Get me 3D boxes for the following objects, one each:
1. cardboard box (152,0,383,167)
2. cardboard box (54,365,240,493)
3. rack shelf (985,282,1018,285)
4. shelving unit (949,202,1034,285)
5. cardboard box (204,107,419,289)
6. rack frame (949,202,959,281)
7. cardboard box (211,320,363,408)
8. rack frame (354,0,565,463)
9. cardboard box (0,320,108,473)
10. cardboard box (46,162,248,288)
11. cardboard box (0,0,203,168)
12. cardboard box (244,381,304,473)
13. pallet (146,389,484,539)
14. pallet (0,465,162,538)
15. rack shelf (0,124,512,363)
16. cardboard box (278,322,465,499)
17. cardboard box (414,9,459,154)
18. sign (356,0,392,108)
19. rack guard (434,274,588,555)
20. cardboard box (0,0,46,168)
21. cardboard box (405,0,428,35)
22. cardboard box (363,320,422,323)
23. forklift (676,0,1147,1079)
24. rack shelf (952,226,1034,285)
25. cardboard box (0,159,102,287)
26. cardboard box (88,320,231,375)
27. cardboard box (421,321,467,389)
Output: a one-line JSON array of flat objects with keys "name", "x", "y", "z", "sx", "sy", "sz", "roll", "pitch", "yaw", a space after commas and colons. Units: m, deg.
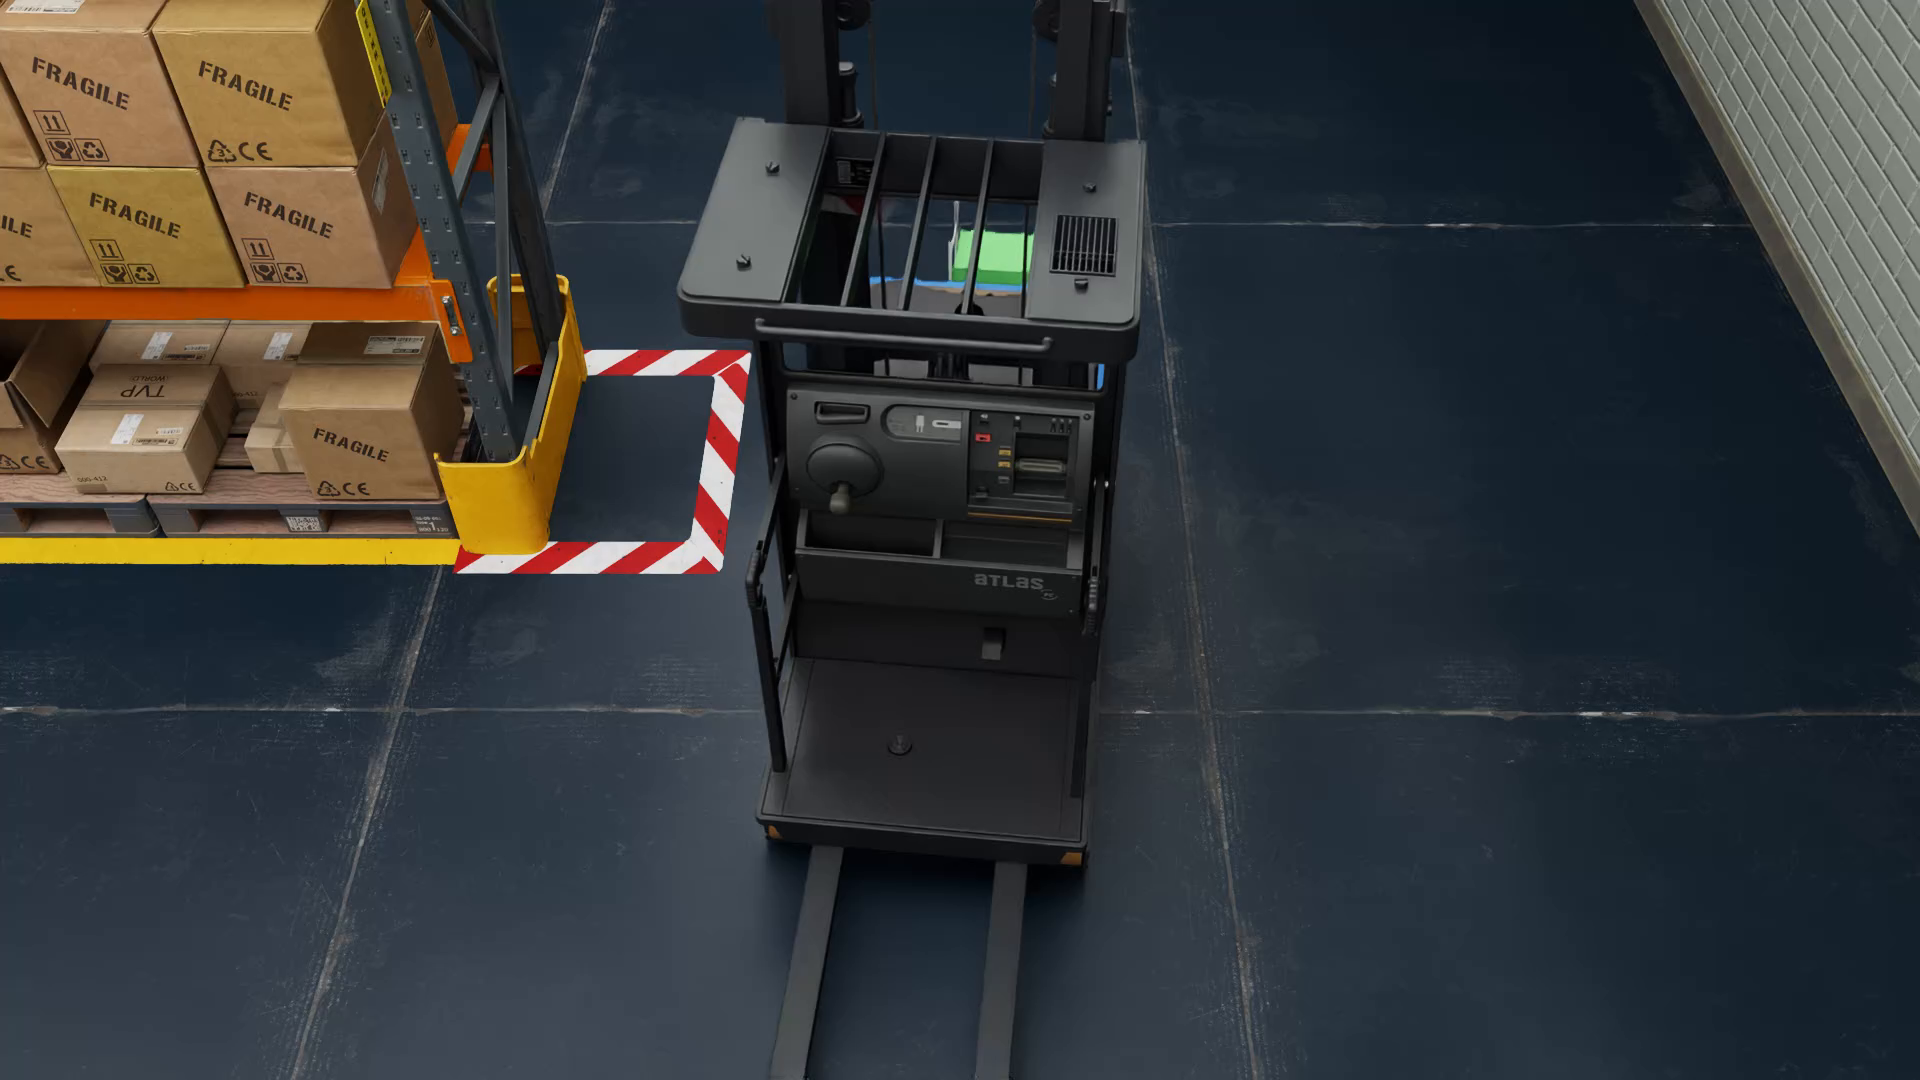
[{"name": "cardboard box", "x": -2.212, "y": -1.566, "z": 5.407, "sx": 0.500, "sy": 0.500, "sz": 0.500, "roll": 0, "pitch": 47, "yaw": 0}, {"name": "cardboard box", "x": -3.261, "y": -0.450, "z": 6.698, "sx": 0.500, "sy": 0.250, "sz": 0.500, "roll": 0, "pitch": 47, "yaw": 0}, {"name": "rack shelf", "x": 0.220, "y": -0.886, "z": 6.514, "sx": 0.480, "sy": 0.148, "sz": 0.258, "roll": 4, "pitch": 47, "yaw": 4}, {"name": "shelving unit", "x": 0.220, "y": -0.766, "z": 6.643, "sx": 0.503, "sy": 1.200, "sz": 0.258, "roll": 4, "pitch": 47, "yaw": 4}, {"name": "cardboard box", "x": -2.215, "y": -1.227, "z": 5.775, "sx": 0.500, "sy": 0.500, "sz": 0.500, "roll": 1, "pitch": 47, "yaw": 1}, {"name": "rack frame", "x": -0.023, "y": -0.784, "z": 6.660, "sx": 0.015, "sy": 1.200, "sz": 0.240, "roll": 4, "pitch": 47, "yaw": 4}, {"name": "cardboard box", "x": -2.809, "y": -0.815, "z": 7.037, "sx": 0.500, "sy": 0.250, "sz": 0.500, "roll": 0, "pitch": 47, "yaw": 0}, {"name": "rack frame", "x": -1.766, "y": -1.391, "z": 5.996, "sx": 0.127, "sy": 3.000, "sz": 1.000, "roll": 0, "pitch": 47, "yaw": 0}, {"name": "cardboard box", "x": -3.887, "y": -0.700, "z": 6.758, "sx": 0.637, "sy": 0.503, "sz": 0.797, "roll": 0, "pitch": 47, "yaw": 0}, {"name": "cardboard box", "x": -2.734, "y": -1.226, "z": 5.774, "sx": 0.500, "sy": 0.500, "sz": 0.500, "roll": 1, "pitch": 47, "yaw": 0}, {"name": "cardboard box", "x": -2.717, "y": -1.567, "z": 5.408, "sx": 0.500, "sy": 0.500, "sz": 0.500, "roll": 1, "pitch": 47, "yaw": 1}, {"name": "cardboard box", "x": -2.715, "y": -0.464, "z": 6.768, "sx": 0.250, "sy": 0.166, "sz": 0.380, "roll": 0, "pitch": 47, "yaw": 0}, {"name": "pallet", "x": -2.639, "y": -0.443, "z": 7.018, "sx": 1.213, "sy": 0.211, "sz": 1.003, "roll": 0, "pitch": 47, "yaw": 0}, {"name": "pallet", "x": -3.856, "y": -0.448, "z": 7.023, "sx": 1.213, "sy": 0.211, "sz": 1.003, "roll": 0, "pitch": 47, "yaw": 0}, {"name": "rack shelf", "x": -3.766, "y": -1.152, "z": 6.264, "sx": 4.000, "sy": 0.370, "sz": 1.077, "roll": 0, "pitch": 47, "yaw": 0}, {"name": "cardboard box", "x": -2.311, "y": -0.511, "z": 6.583, "sx": 0.500, "sy": 0.500, "sz": 0.500, "roll": 0, "pitch": 47, "yaw": 0}, {"name": "cardboard box", "x": -2.209, "y": -1.620, "z": 6.140, "sx": 0.500, "sy": 0.500, "sz": 0.500, "roll": 1, "pitch": 47, "yaw": 1}, {"name": "sign", "x": -1.788, "y": -1.487, "z": 5.078, "sx": 0.005, "sy": 0.325, "sz": 0.100, "roll": 0, "pitch": 47, "yaw": 0}, {"name": "rack guard", "x": -1.842, "y": -0.540, "z": 6.911, "sx": 0.348, "sy": 0.500, "sz": 1.175, "roll": 0, "pitch": 47, "yaw": 0}, {"name": "cardboard box", "x": -3.236, "y": -1.565, "z": 5.406, "sx": 0.500, "sy": 0.500, "sz": 0.500, "roll": 1, "pitch": 47, "yaw": 1}, {"name": "cardboard box", "x": -2.209, "y": -1.960, "z": 5.774, "sx": 0.500, "sy": 0.500, "sz": 0.500, "roll": 1, "pitch": 47, "yaw": 1}, {"name": "cardboard box", "x": -2.433, "y": -0.829, "z": 7.108, "sx": 0.250, "sy": 0.166, "sz": 0.380, "roll": 0, "pitch": 47, "yaw": 0}, {"name": "forklift", "x": -0.083, "y": -0.155, "z": 4.892, "sx": 1.130, "sy": 2.935, "sz": 3.031, "roll": 4, "pitch": 47, "yaw": 4}, {"name": "rack shelf", "x": 0.220, "y": -1.049, "z": 6.339, "sx": 0.480, "sy": 0.148, "sz": 0.258, "roll": 4, "pitch": 47, "yaw": 4}, {"name": "cardboard box", "x": -3.233, "y": -1.232, "z": 5.779, "sx": 0.500, "sy": 0.500, "sz": 0.500, "roll": 0, "pitch": 47, "yaw": 0}, {"name": "cardboard box", "x": -3.309, "y": -0.816, "z": 7.039, "sx": 0.500, "sy": 0.250, "sz": 0.500, "roll": 0, "pitch": 47, "yaw": 0}, {"name": "cardboard box", "x": -2.183, "y": -0.823, "z": 7.114, "sx": 0.250, "sy": 0.149, "sz": 0.380, "roll": 0, "pitch": 47, "yaw": 0}]
